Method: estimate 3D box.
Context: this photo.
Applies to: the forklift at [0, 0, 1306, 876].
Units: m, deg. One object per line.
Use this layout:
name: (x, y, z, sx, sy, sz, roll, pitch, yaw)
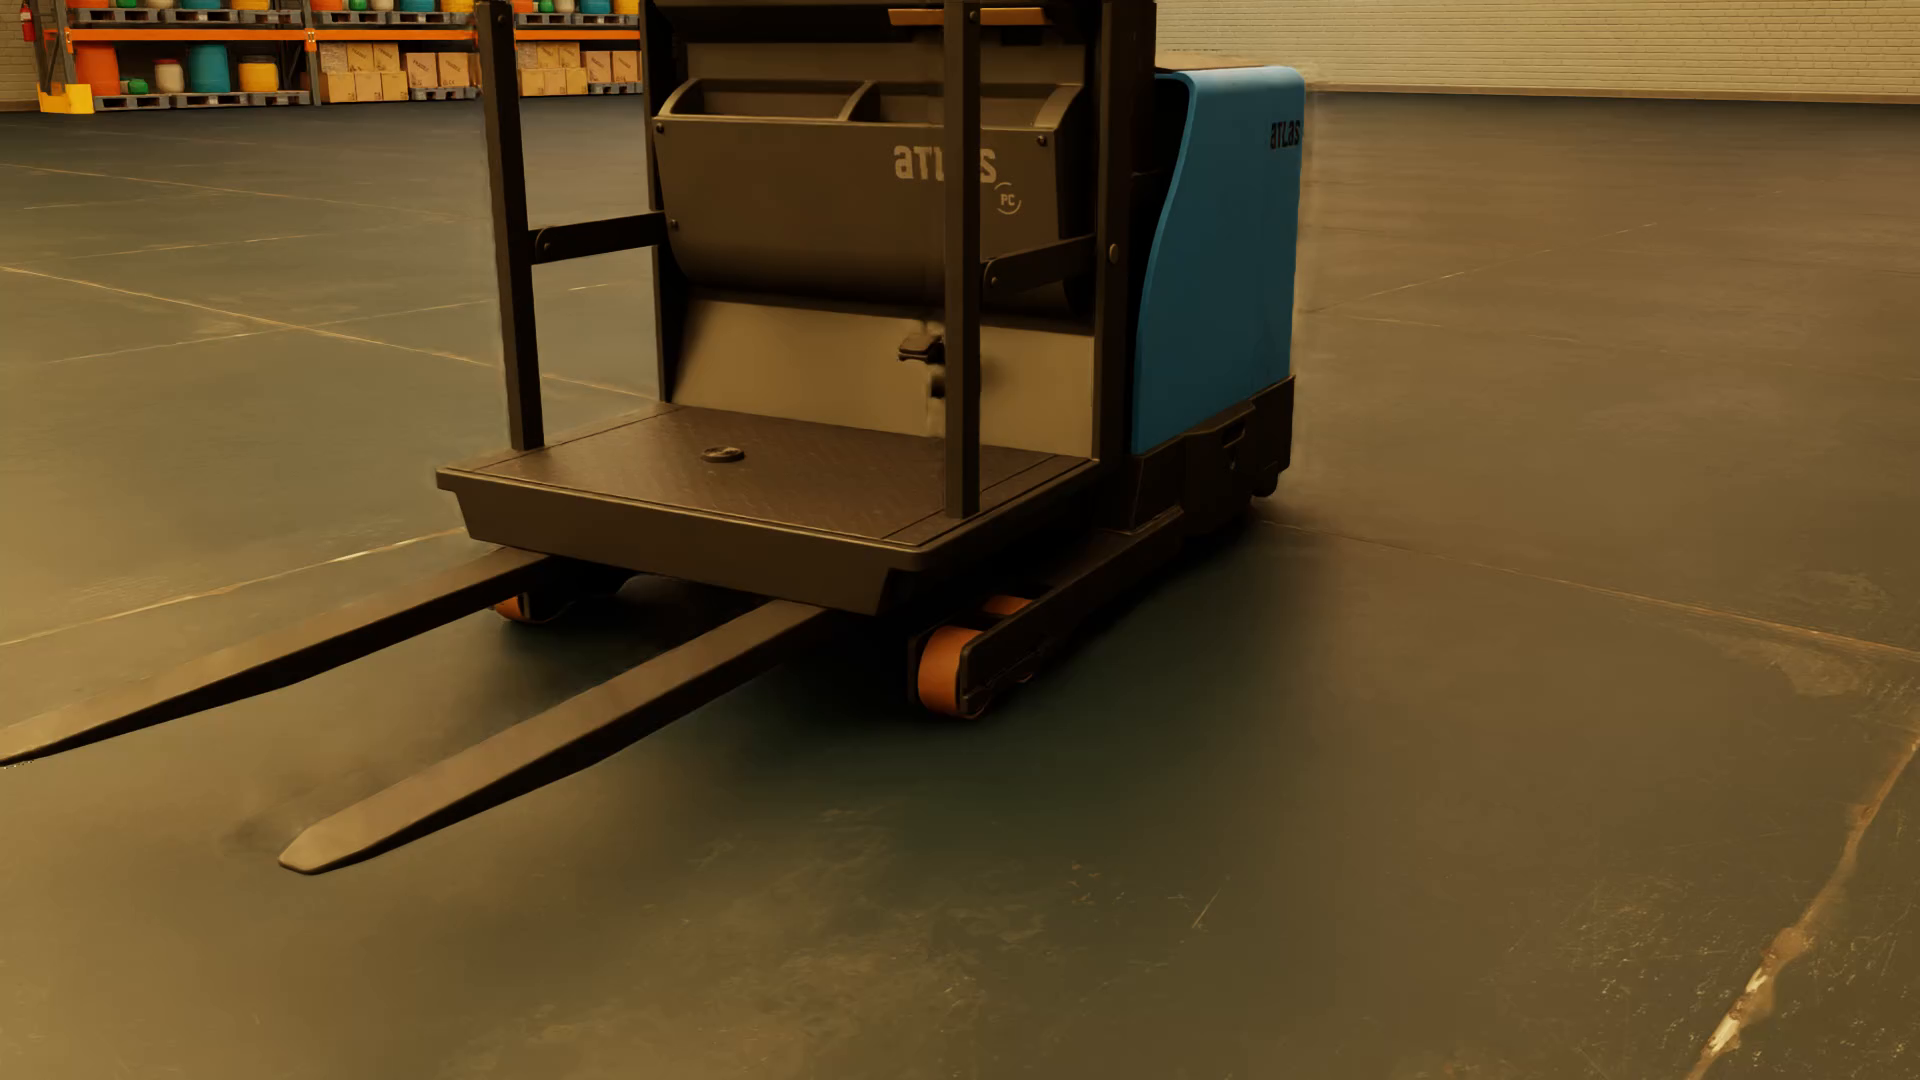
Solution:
forklift: (-0.299, -1.238, 2.973, 1.130, 2.935, 3.031, 9, 19, 28)
